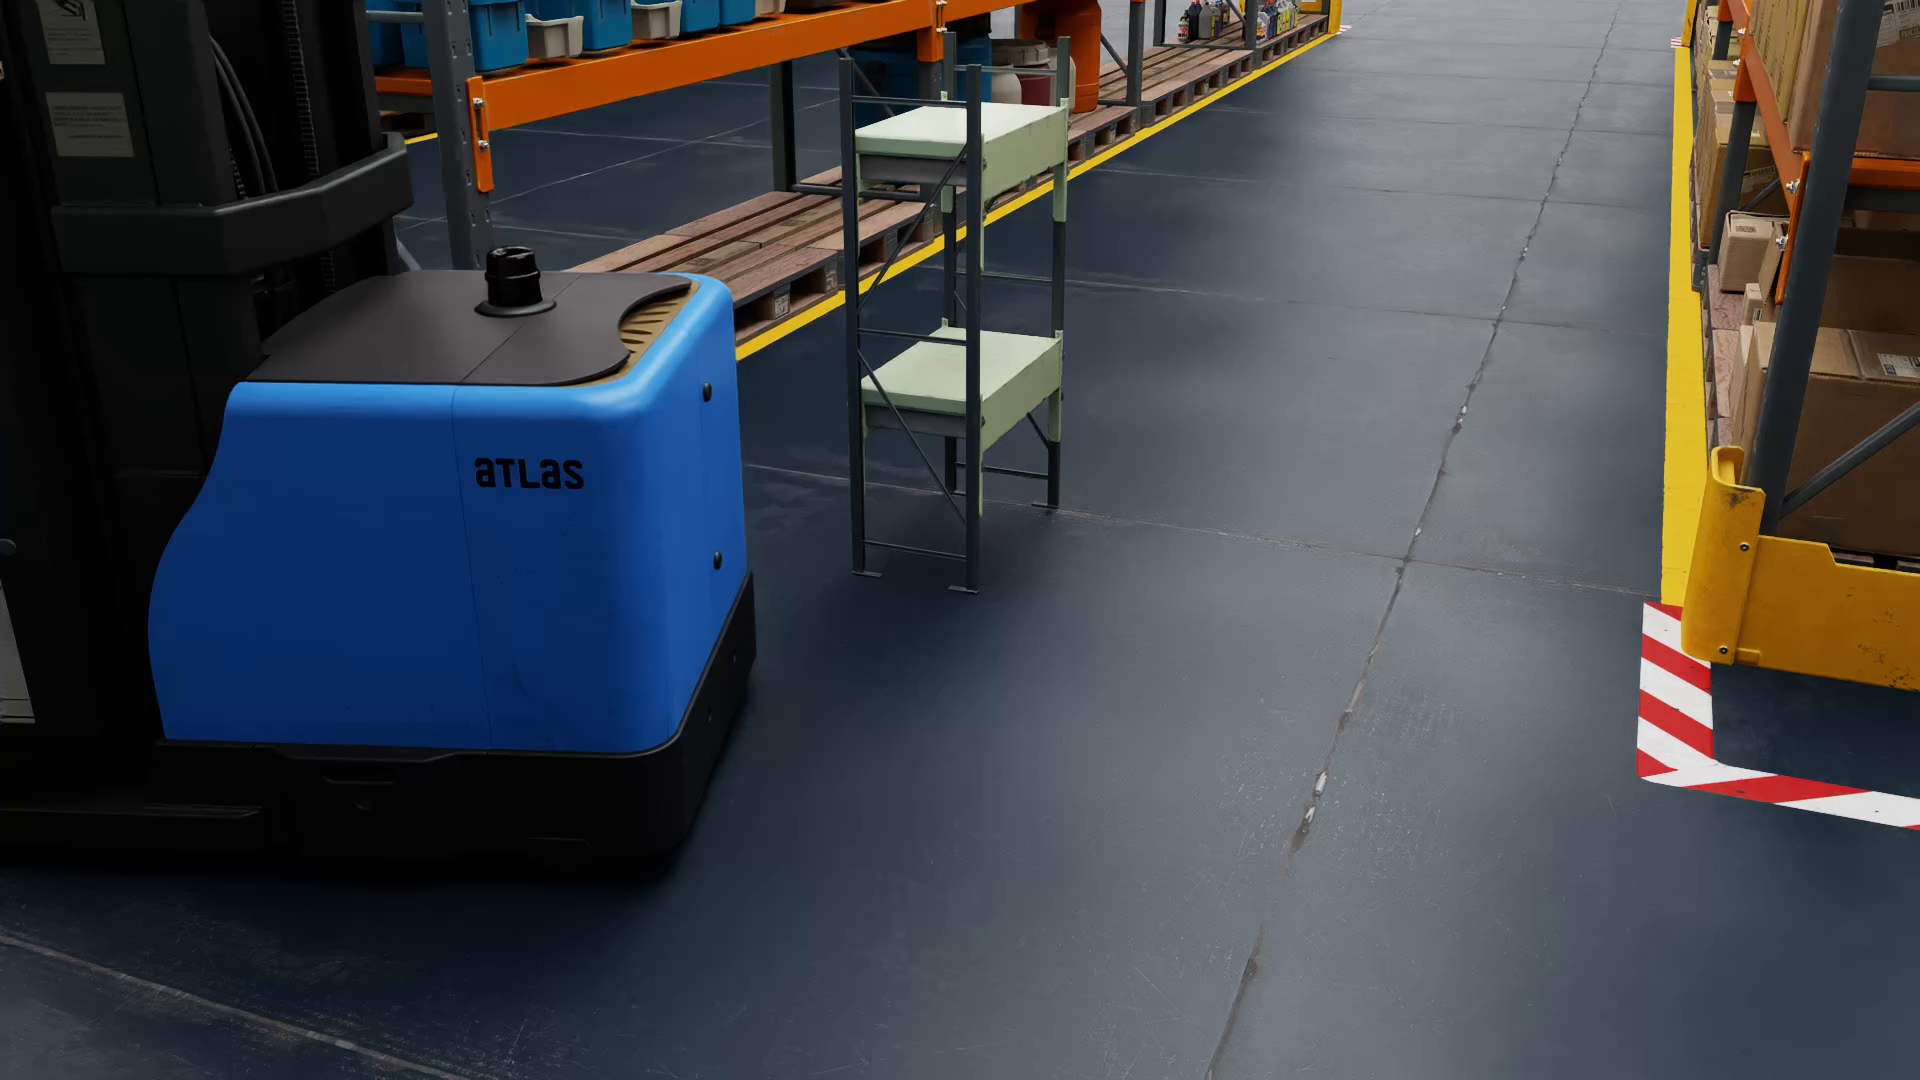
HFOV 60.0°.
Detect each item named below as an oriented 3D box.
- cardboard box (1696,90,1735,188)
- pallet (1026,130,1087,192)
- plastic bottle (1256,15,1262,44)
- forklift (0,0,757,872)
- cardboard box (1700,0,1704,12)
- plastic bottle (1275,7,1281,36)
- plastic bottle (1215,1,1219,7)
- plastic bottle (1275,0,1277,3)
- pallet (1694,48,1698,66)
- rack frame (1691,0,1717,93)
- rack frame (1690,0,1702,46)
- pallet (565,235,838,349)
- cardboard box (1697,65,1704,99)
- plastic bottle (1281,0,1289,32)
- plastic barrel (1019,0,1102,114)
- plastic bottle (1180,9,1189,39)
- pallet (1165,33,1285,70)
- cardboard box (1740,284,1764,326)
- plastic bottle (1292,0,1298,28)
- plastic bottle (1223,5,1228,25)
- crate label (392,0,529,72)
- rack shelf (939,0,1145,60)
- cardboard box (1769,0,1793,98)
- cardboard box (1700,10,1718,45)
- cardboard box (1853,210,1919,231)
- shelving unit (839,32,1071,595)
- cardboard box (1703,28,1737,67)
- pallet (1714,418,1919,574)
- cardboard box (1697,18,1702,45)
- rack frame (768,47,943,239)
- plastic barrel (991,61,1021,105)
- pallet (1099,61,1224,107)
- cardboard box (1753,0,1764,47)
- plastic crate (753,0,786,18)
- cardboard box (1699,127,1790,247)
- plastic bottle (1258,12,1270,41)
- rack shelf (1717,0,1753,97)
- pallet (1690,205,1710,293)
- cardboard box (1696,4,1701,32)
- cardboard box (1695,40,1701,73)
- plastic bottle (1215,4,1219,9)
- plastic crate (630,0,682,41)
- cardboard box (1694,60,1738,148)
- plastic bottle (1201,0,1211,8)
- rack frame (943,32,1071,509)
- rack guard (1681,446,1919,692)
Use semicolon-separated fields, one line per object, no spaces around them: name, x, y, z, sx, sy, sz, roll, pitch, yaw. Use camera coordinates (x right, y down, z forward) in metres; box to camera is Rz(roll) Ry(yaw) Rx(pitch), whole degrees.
cardboard box;4.495;-2.253;9.425;0.500;0.500;0.500;8;24;18
pallet;0.193;-2.581;11.155;1.003;0.211;1.213;9;24;20
plastic bottle;2.913;-5.017;16.339;0.097;0.271;0.097;0;23;0
forklift;-2.069;-0.858;3.502;3.031;2.935;1.130;1;23;3
cardboard box;7.881;-5.675;16.994;0.500;0.500;0.500;9;24;20
plastic bottle;3.243;-5.322;17.052;0.061;0.283;0.133;10;25;22
plastic bottle;2.746;-5.635;17.817;0.097;0.271;0.097;0;23;0
plastic bottle;3.380;-5.612;17.747;0.061;0.283;0.133;9;24;20
pallet;7.771;-4.742;16.328;1.003;0.211;1.213;9;24;20
rack frame;6.985;-5.312;14.074;1.000;3.000;0.127;9;24;20
rack frame;8.471;-6.743;17.501;1.000;3.000;0.127;9;24;20
pallet;-1.273;-1.166;7.767;1.003;0.211;1.213;9;24;20
cardboard box;6.034;-3.577;12.945;0.500;0.250;0.500;9;24;21
plastic bottle;3.370;-5.518;17.436;0.144;0.351;0.185;10;25;22
plastic barrel;0.736;-3.606;12.261;0.600;0.830;0.708;9;24;20
plastic bottle;2.260;-5.191;16.739;0.061;0.283;0.133;10;25;23
pallet;2.676;-4.970;16.874;1.003;0.211;1.213;9;24;20
cardboard box;3.345;-0.914;6.652;0.380;0.166;0.250;9;24;20
plastic bottle;3.572;-5.639;17.811;0.061;0.283;0.133;9;24;21
plastic bottle;2.872;-5.724;18.122;0.097;0.201;0.097;0;23;0
crate label;-1.673;-1.719;5.614;0.416;0.233;0.303;9;24;20
rack shelf;0.159;-3.543;10.774;1.077;0.370;4.000;9;24;20
cardboard box;2.821;-1.627;5.123;0.500;0.500;0.500;9;24;20
cardboard box;6.409;-4.205;13.720;0.500;0.311;0.500;8;24;19
cardboard box;4.065;-1.254;7.032;0.500;0.500;0.500;9;24;20
shelving unit;0.002;-0.694;4.967;0.431;1.500;0.755;9;24;20
cardboard box;5.842;-3.654;12.401;0.500;0.311;0.500;9;24;20
pallet;2.851;-0.043;5.080;1.003;0.211;1.213;9;24;20
cardboard box;7.506;-4.971;16.283;0.500;0.250;0.500;9;24;20
rack frame;-0.584;-3.159;8.922;1.000;3.000;0.127;9;24;20
plastic barrel;0.189;-2.840;10.840;0.421;0.512;0.421;0;23;0
pallet;1.680;-4.011;14.578;1.003;0.211;1.213;9;24;20
cardboard box;3.384;-2.168;6.418;0.500;0.500;0.500;9;24;21
plastic crate;-0.952;-2.399;7.366;0.293;0.136;0.466;9;24;20
cardboard box;3.931;-1.716;8.139;0.500;0.500;0.500;9;24;20
plastic bottle;3.007;-5.139;16.625;0.152;0.276;0.135;10;25;22
rack shelf;4.756;-2.833;9.073;1.077;0.370;4.000;9;24;20
pallet;4.280;-1.458;8.468;1.003;0.211;1.213;9;24;20
cardboard box;8.065;-5.508;17.567;0.500;0.250;0.500;9;24;20
cardboard box;6.605;-4.128;14.263;0.500;0.250;0.500;8;24;19
plastic bottle;2.655;-5.422;17.293;0.061;0.283;0.133;9;24;20
plastic crate;-1.225;-2.021;6.460;0.250;0.136;0.298;9;24;20
cardboard box;5.065;-2.808;10.753;0.500;0.500;0.500;10;25;22
plastic bottle;2.550;-5.459;17.293;0.144;0.351;0.185;9;24;20
rack frame;0.138;-0.825;5.280;0.400;1.500;0.023;9;24;20
rack guard;2.556;0.109;4.341;1.175;0.500;0.348;9;24;20
